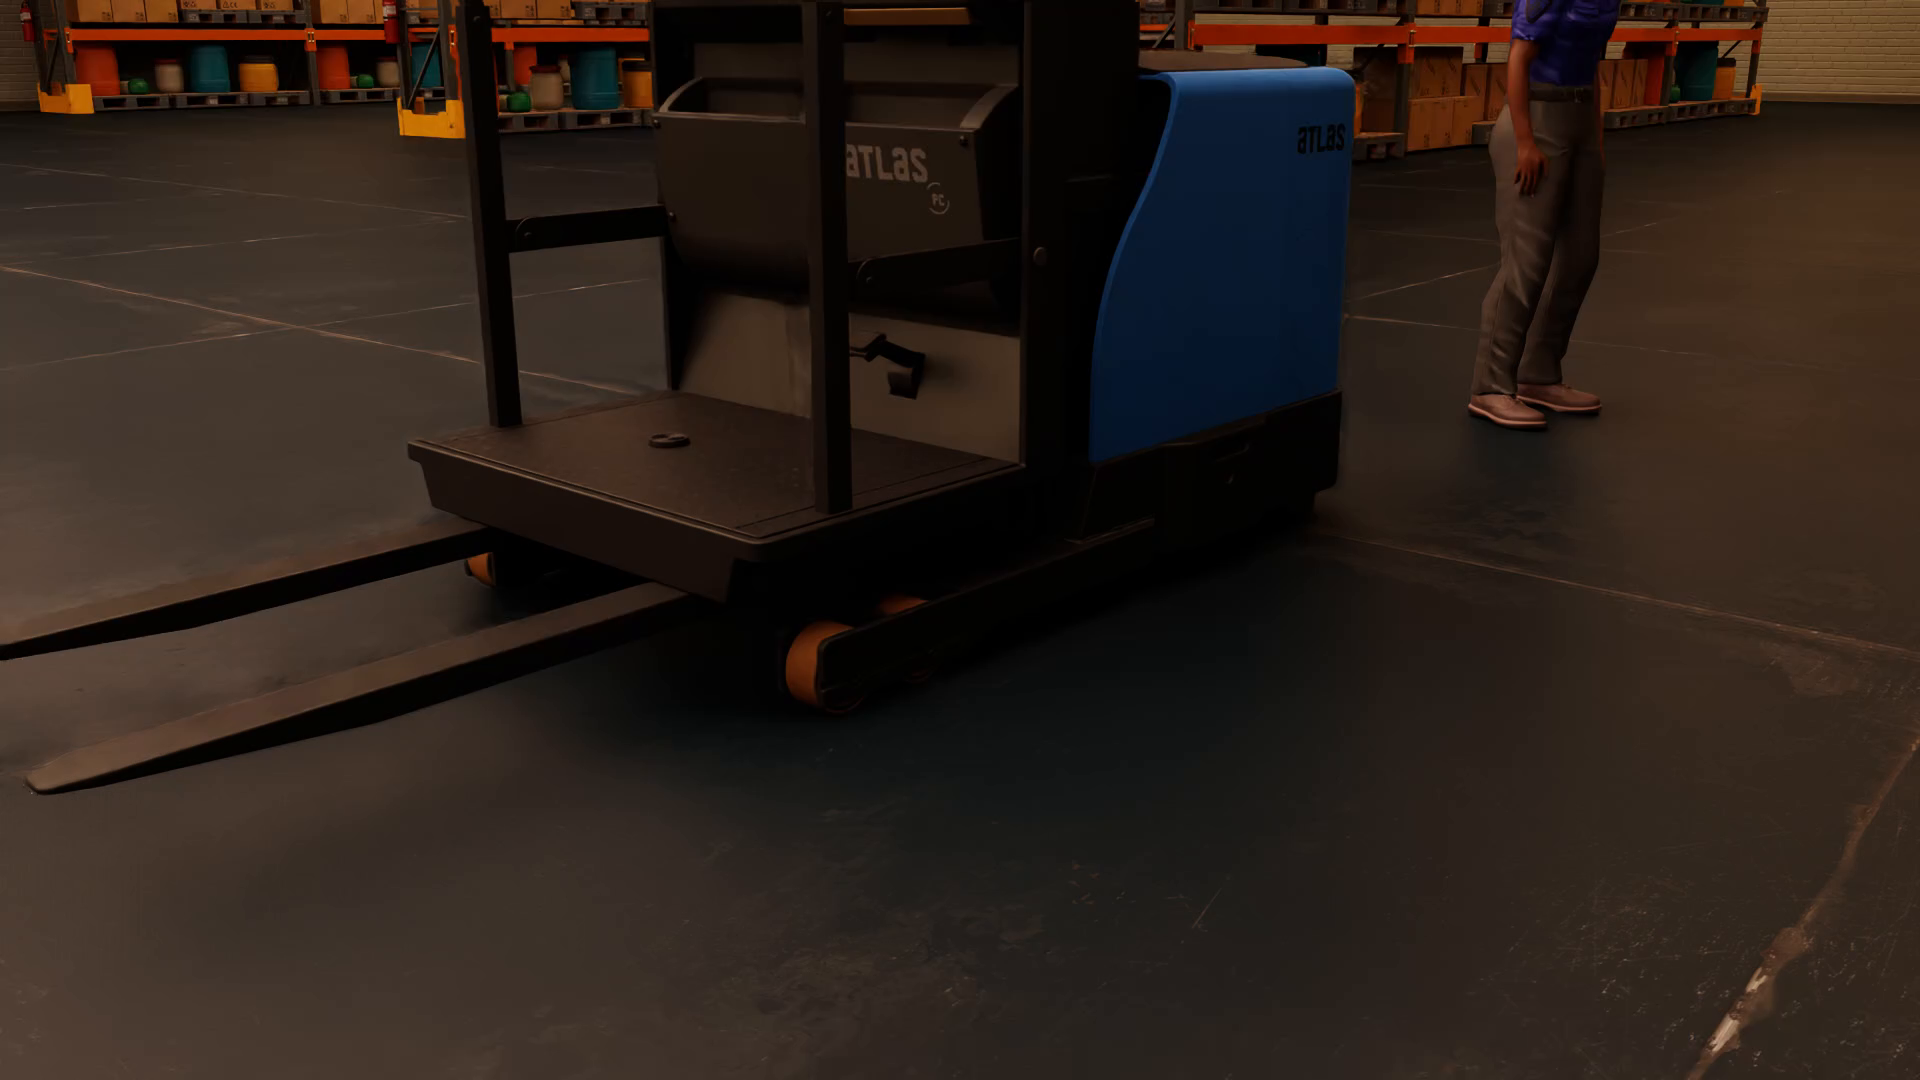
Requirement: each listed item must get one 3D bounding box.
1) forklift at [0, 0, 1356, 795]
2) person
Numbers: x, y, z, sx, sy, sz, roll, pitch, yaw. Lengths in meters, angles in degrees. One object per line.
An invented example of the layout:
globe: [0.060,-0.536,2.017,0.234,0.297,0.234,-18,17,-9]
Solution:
forklift: [-0.411,-1.261,3.049,1.130,2.935,3.031,15,22,40]
person: [1.807,-1.197,5.040,0.528,1.653,0.349,-15,22,-40]
